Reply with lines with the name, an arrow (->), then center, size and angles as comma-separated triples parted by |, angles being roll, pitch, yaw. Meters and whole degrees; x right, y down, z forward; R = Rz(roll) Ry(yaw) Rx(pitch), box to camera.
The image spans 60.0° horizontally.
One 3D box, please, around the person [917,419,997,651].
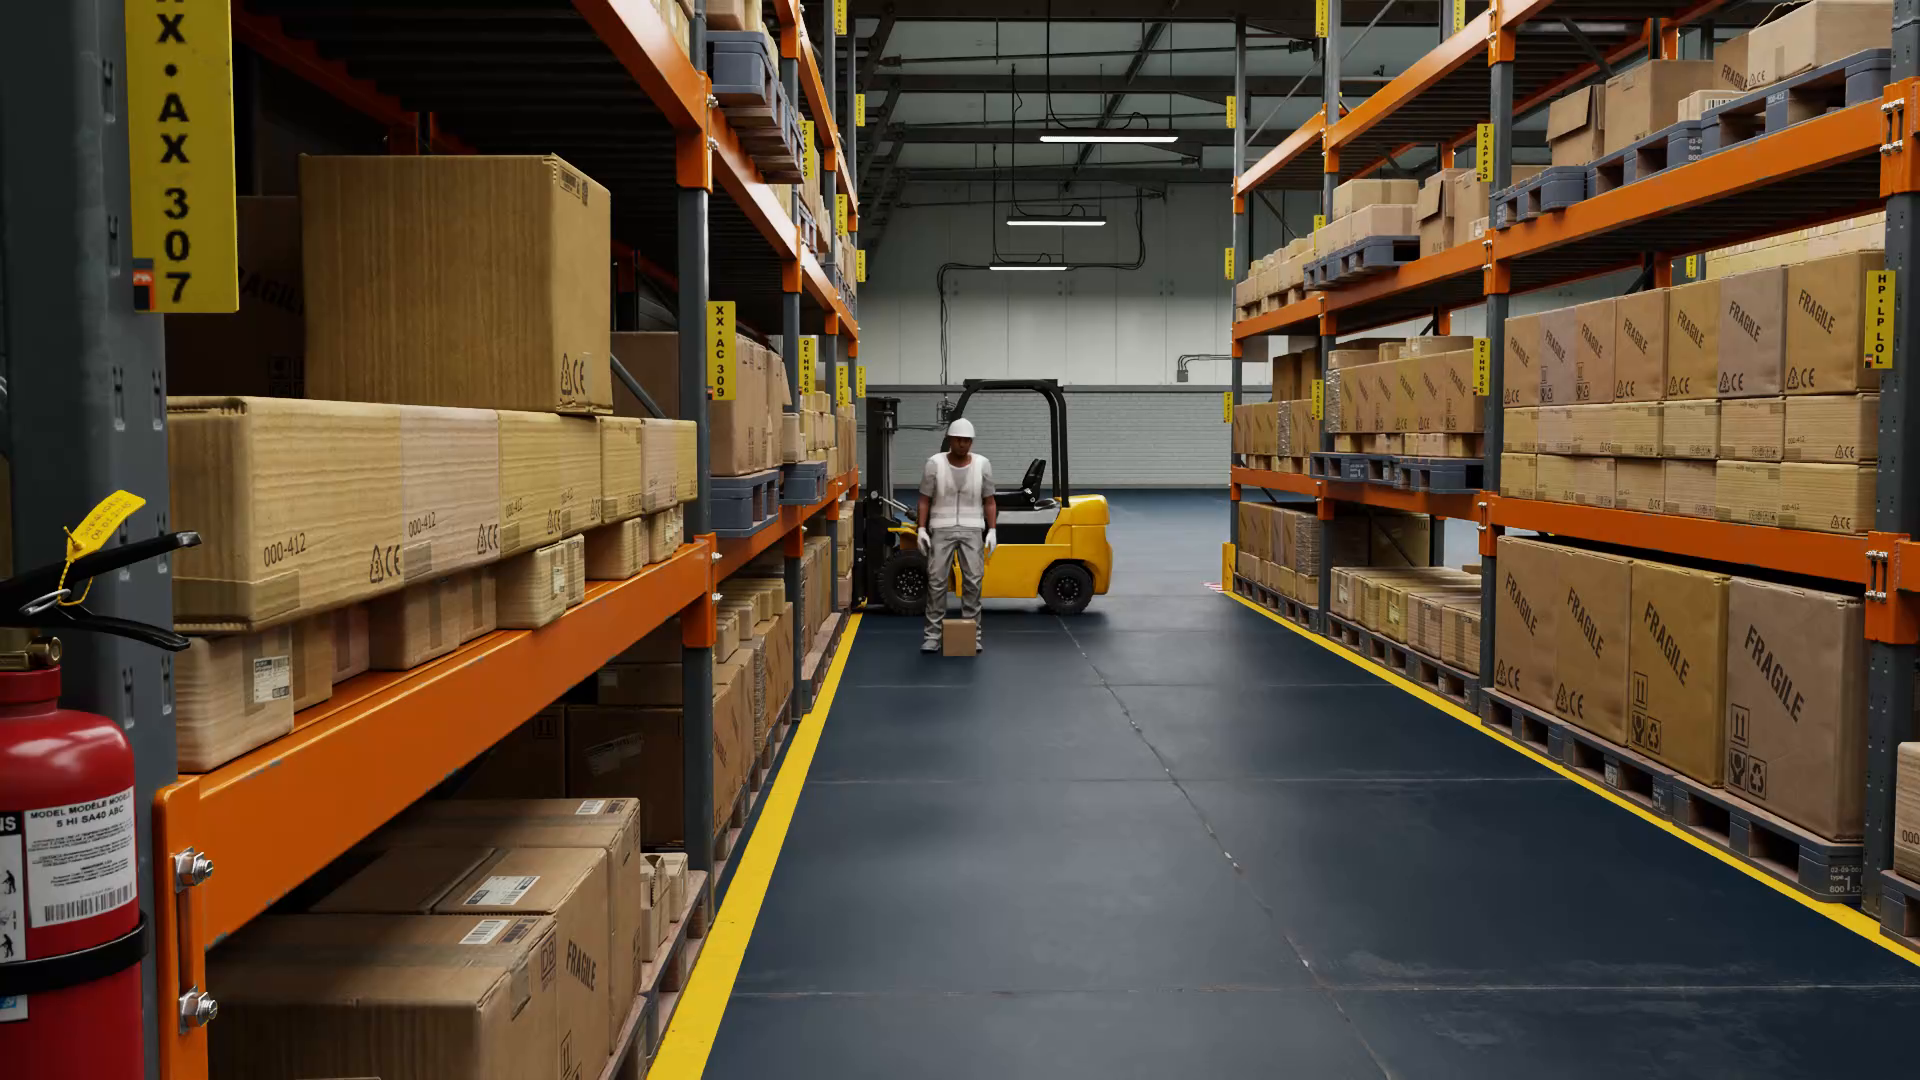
person -> -0.023, -0.038, 12.687 | 0.617, 1.772, 0.452 | 0, 4, -4
